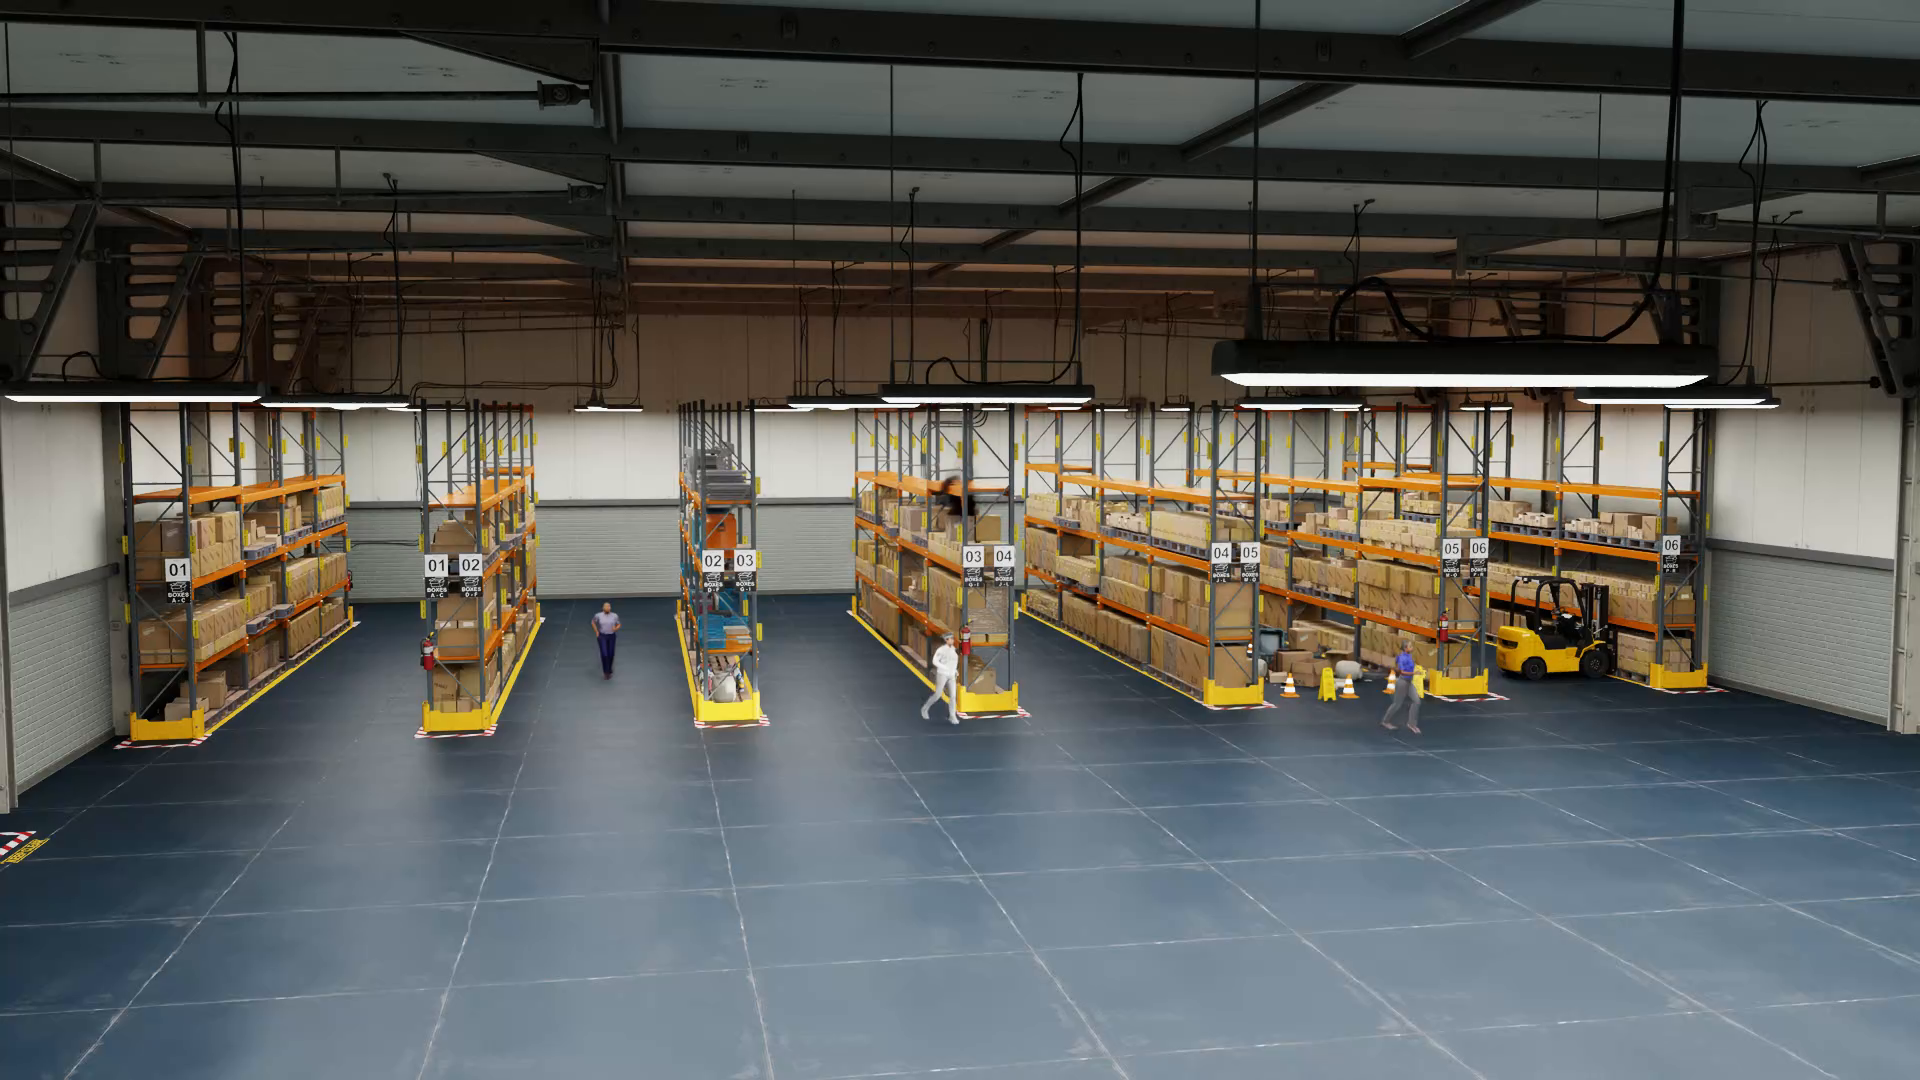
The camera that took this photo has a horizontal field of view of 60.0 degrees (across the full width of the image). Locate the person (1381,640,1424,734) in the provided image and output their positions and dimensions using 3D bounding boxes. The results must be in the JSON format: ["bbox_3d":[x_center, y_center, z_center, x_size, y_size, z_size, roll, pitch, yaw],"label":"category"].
[{"bbox_3d":[7.966,2.647,29.875,0.766,1.712,0.563,3,5,34],"label":"person"}]

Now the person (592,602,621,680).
[{"bbox_3d":[-7.687,2.179,36.226,0.603,1.661,0.799,-2,5,-22],"label":"person"}]

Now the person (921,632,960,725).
[{"bbox_3d":[-0.231,2.542,30.994,0.676,1.671,0.917,-4,6,-41],"label":"person"}]

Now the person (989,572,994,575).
[{"bbox_3d":[0.723,1.172,49.082,0.853,1.693,0.638,3,5,34],"label":"person"}]
